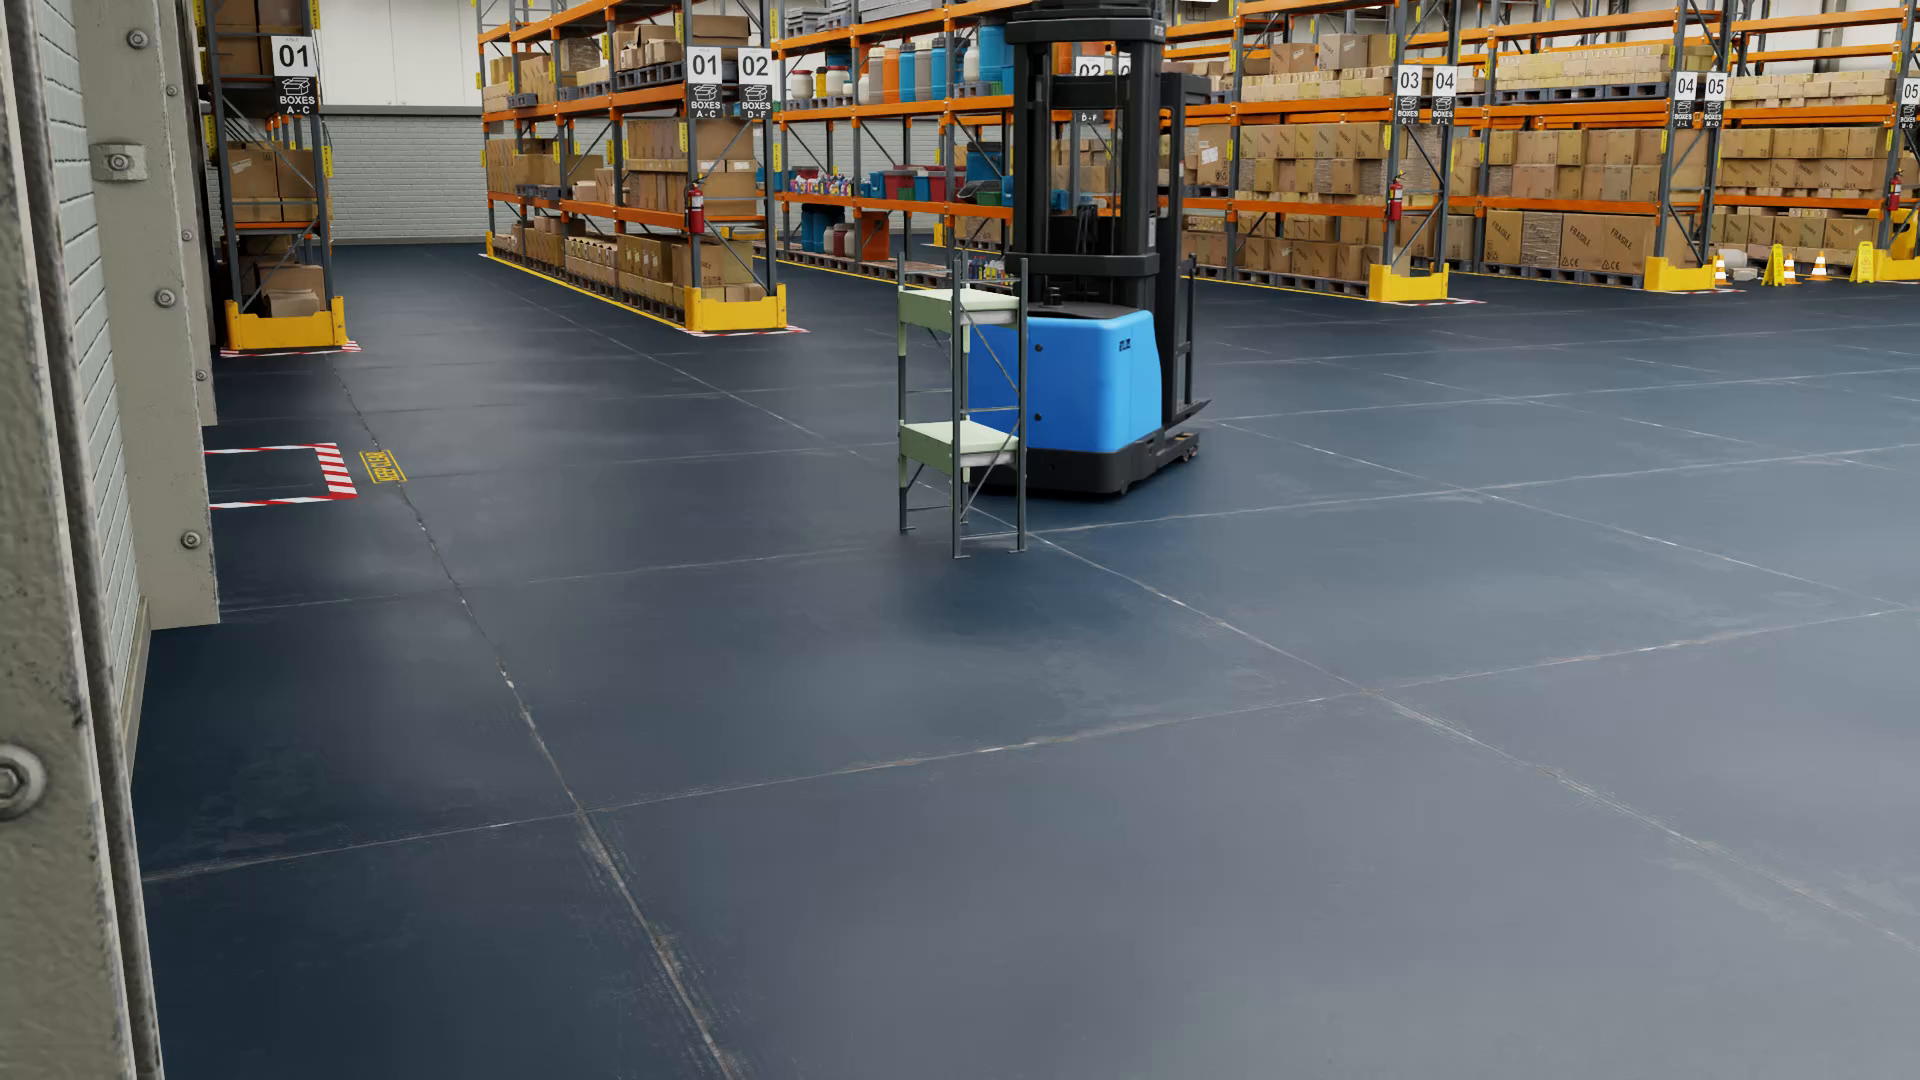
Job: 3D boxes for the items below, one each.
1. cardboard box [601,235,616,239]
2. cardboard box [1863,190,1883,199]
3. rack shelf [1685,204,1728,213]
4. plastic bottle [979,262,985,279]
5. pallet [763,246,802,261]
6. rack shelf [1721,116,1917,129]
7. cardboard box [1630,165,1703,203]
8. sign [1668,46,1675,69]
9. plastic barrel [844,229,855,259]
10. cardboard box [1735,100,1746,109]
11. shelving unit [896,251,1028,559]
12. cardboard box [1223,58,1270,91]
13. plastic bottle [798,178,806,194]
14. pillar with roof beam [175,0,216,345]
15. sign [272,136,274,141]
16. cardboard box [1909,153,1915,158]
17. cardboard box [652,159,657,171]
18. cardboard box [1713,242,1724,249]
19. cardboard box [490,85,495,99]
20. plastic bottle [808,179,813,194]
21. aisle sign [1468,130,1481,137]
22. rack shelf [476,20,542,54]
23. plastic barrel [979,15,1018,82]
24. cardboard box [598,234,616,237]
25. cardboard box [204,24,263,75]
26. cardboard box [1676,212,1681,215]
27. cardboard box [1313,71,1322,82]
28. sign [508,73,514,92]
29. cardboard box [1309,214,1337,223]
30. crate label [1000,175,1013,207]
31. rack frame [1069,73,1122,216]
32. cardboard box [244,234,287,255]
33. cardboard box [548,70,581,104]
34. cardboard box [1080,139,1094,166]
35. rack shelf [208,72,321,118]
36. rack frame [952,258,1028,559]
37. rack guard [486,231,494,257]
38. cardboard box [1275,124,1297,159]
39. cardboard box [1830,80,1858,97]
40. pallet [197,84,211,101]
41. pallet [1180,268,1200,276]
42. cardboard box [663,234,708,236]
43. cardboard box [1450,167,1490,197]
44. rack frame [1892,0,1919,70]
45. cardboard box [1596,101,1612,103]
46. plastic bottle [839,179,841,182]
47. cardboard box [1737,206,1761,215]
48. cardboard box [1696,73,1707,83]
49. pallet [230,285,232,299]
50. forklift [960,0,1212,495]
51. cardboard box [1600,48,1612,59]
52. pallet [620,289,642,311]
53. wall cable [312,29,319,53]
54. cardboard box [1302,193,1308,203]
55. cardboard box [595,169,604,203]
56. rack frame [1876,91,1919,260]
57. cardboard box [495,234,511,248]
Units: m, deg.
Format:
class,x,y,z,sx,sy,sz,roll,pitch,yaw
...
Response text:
class,x,y,z,sx,sy,sz,roll,pitch,yaw
cardboard box,-5.434,-4.690,26.403,0.500,0.311,0.500,-5,14,-21
cardboard box,15.148,-5.709,27.442,0.380,0.149,0.250,-5,14,-21
rack shelf,13.090,-6.663,32.601,1.077,0.370,4.000,-6,14,-23
plastic bottle,0.320,-3.867,23.976,0.061,0.283,0.133,-5,14,-20
pallet,-3.262,-5.700,33.031,1.003,0.211,1.213,-6,14,-23
rack shelf,17.637,-8.573,34.203,1.077,0.370,4.000,-6,14,-23
cardboard box,10.808,-5.451,25.438,0.875,0.550,0.550,-6,14,-23
sign,10.496,-7.114,24.513,0.100,0.325,0.005,-6,14,-23
plastic barrel,-1.849,-5.285,29.637,0.421,0.512,0.421,0,13,0
cardboard box,14.046,-7.752,29.617,0.380,0.149,0.250,-6,14,-23
shelving unit,0.003,-0.729,8.695,0.431,1.500,0.755,-6,14,-23
cardboard box,4.713,-7.527,26.928,0.797,0.503,0.637,-6,14,-26
plastic bottle,-2.949,-6.644,31.201,0.152,0.276,0.135,-6,14,-23
pillar with roof beam,-4.331,-6.914,18.788,9.100,9.000,0.400,-6,14,-23
sign,-13.109,-7.568,31.822,0.100,0.325,0.005,-6,14,-23
cardboard box,18.497,-7.422,31.965,0.380,0.149,0.250,-5,14,-22
cardboard box,-3.713,-4.783,21.223,0.380,0.149,0.250,-6,14,-23
cardboard box,13.880,-5.319,30.365,0.500,0.250,0.500,-6,14,-26
cardboard box,-8.707,-8.586,31.885,0.500,0.250,0.500,-6,14,-23
plastic bottle,-2.725,-6.529,30.701,0.152,0.276,0.135,-6,14,-23
aisle sign,13.334,-10.782,43.040,0.394,0.787,0.004,-6,14,-23
rack shelf,-8.273,-9.448,31.336,1.077,0.370,4.000,-6,14,-23
plastic barrel,0.573,-6.952,23.562,0.600,0.901,0.708,-6,14,-23
cardboard box,-5.790,-4.754,27.325,0.500,0.500,0.500,-5,14,-21
cardboard box,-7.601,-5.119,17.419,0.500,0.500,0.500,-5,14,-19
cardboard box,16.203,-7.369,37.233,0.380,0.149,0.250,-6,14,-25
cardboard box,5.434,-6.821,24.483,0.380,0.149,0.250,-6,15,-26
sign,-7.966,-8.126,29.530,0.100,0.325,0.005,-6,14,-23
cardboard box,7.280,-6.428,32.941,0.500,0.250,0.500,-6,14,-24
crate label,0.890,-4.804,22.897,0.502,0.435,0.616,-6,14,-23
rack frame,1.875,-4.431,21.363,1.000,3.000,0.127,-6,14,-23
cardboard box,-9.294,-3.966,22.258,0.500,0.250,0.500,-6,14,-24
cardboard box,-6.075,-7.235,26.602,0.910,0.500,0.500,-6,14,-23
cardboard box,2.672,-7.356,31.555,0.797,0.503,0.637,-5,14,-22
rack shelf,-8.003,-5.060,19.025,1.077,0.370,4.000,-6,14,-23
rack frame,0.149,-0.654,8.368,0.400,1.500,0.023,-6,14,-23
rack guard,-9.044,-6.057,33.930,1.175,0.500,0.348,-6,14,-23
cardboard box,5.160,-6.063,25.316,0.500,0.500,0.500,-6,14,-23
cardboard box,14.854,-7.493,27.615,0.500,0.250,0.500,-6,14,-24
pallet,-10.713,-6.687,24.875,1.213,0.211,1.003,-5,14,-20
pallet,4.005,-4.760,28.966,1.003,0.211,1.213,-6,14,-23
cardboard box,-3.692,-3.861,22.403,0.500,0.500,0.500,-6,14,-23
cardboard box,8.942,-6.264,29.062,0.500,0.500,0.500,-6,14,-23
rack frame,18.438,-9.972,31.998,1.000,3.000,0.127,-6,14,-23
cardboard box,12.926,-8.626,32.605,0.797,0.503,0.637,-6,14,-23
plastic bottle,-2.236,-6.601,31.022,0.097,0.271,0.097,0,13,0
cardboard box,14.083,-5.863,29.614,0.380,0.149,0.250,-5,14,-21
cardboard box,11.155,-6.998,25.204,0.380,0.149,0.250,-6,14,-23
pallet,-9.610,-3.417,23.167,1.003,0.211,1.213,-6,14,-23
forklift,0.985,-1.984,10.942,1.130,2.935,3.031,5,14,22
cardboard box,10.147,-7.535,25.758,0.380,0.149,0.250,-6,14,-23
pallet,-3.987,-3.284,22.592,1.003,0.211,1.213,-6,14,-23
wall cable,-13.071,-12.158,37.128,3.097,2.526,0.112,-6,14,-23
cardboard box,5.376,-5.155,25.047,0.380,0.149,0.250,-6,14,-23
cardboard box,-5.182,-5.341,25.072,0.500,0.500,0.500,-6,15,-26
rack frame,15.494,-5.774,27.164,1.000,3.000,0.127,-6,14,-23
cardboard box,-8.916,-5.924,32.934,0.500,0.250,0.500,-6,14,-23
